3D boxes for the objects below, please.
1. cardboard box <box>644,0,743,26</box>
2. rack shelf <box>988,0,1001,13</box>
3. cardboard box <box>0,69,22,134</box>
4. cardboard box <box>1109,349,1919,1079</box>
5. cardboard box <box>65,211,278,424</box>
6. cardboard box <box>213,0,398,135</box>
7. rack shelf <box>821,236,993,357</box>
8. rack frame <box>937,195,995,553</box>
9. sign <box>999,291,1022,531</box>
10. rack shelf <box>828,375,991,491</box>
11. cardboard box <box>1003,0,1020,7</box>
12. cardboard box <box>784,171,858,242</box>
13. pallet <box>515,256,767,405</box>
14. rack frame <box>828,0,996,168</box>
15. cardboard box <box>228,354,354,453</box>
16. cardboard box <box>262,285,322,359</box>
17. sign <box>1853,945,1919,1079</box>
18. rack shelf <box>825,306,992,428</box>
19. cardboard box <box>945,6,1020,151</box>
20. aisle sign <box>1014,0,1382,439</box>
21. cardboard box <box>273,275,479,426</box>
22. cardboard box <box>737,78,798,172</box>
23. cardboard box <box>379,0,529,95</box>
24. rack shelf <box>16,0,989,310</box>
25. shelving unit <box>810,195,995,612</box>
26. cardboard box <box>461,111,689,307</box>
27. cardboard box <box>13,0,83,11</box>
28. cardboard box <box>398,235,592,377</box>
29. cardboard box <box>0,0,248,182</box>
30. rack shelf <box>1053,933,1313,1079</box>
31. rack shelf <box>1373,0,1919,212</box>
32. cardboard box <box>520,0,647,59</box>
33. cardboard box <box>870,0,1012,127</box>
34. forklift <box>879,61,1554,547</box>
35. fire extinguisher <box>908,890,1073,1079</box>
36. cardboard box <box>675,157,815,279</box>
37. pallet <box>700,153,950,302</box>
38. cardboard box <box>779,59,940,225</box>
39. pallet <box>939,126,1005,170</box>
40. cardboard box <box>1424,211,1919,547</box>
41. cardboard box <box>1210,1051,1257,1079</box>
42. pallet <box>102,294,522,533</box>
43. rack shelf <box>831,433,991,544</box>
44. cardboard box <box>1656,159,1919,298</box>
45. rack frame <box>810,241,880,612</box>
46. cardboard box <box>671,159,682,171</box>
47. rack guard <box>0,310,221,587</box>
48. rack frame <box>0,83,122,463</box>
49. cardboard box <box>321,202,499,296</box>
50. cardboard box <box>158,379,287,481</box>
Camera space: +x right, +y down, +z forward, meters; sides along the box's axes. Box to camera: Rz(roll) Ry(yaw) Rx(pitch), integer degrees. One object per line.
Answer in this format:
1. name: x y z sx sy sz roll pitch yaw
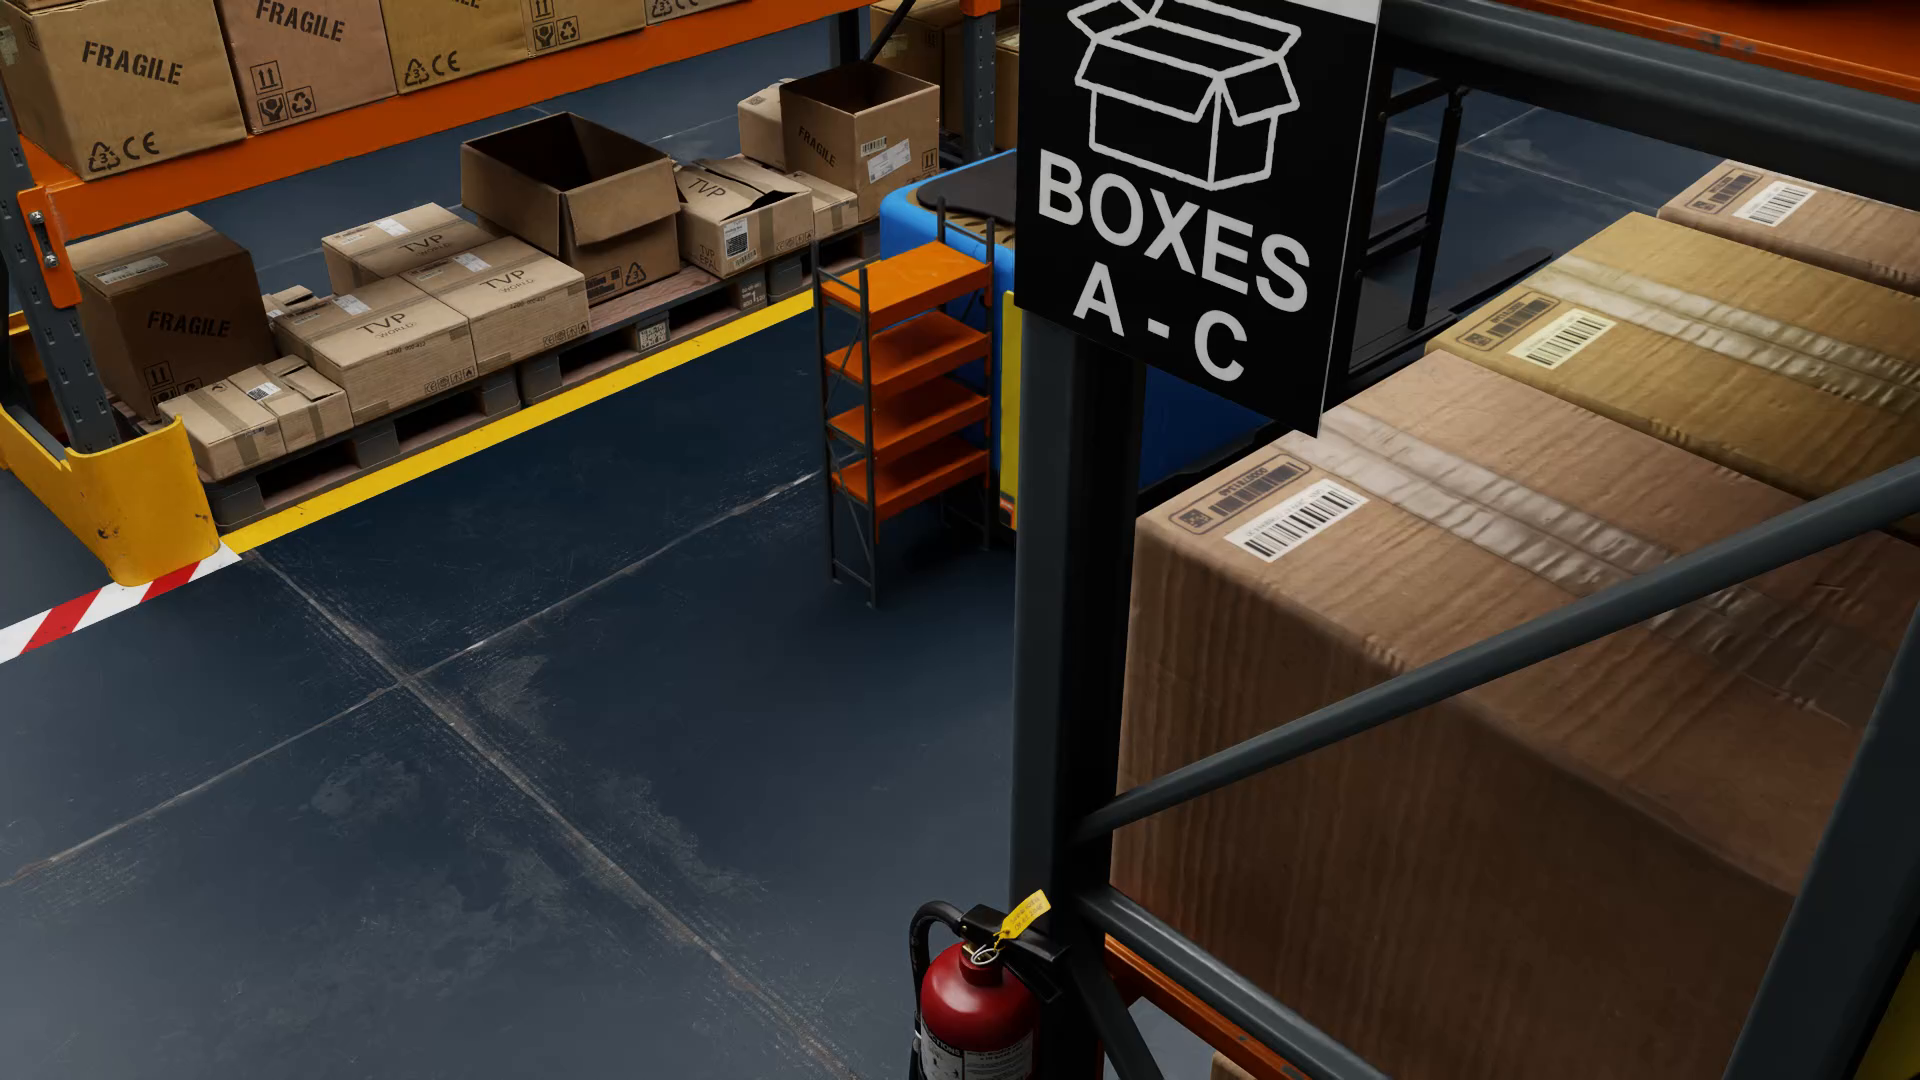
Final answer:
1. cardboard box: -1.130 -2.275 6.195 0.500 0.500 0.500 -29 44 -35
2. rack shelf: 1.172 -3.476 8.634 1.077 0.370 4.000 30 45 35
3. cardboard box: -2.933 -1.668 5.326 0.500 0.500 0.500 -28 44 -34
4. cardboard box: 0.815 0.325 2.292 0.700 0.700 0.980 -28 43 -34
5. cardboard box: -2.847 -0.811 5.984 0.500 0.500 0.500 30 45 35
6. cardboard box: -2.196 -1.662 5.317 0.500 0.500 0.500 29 44 35
7. rack shelf: -0.163 -0.731 4.955 0.480 0.148 0.258 -27 43 -34
8. rack frame: 0.017 -0.503 5.315 0.015 1.200 0.240 -27 43 -34
9. sign: 0.087 -0.137 1.998 0.100 0.325 0.005 30 45 35
10. rack shelf: -0.163 -0.353 5.219 0.480 0.148 0.258 -27 43 -34
11. cardboard box: 0.261 -2.628 8.589 0.500 0.500 0.500 -30 45 -35
12. cardboard box: -0.659 -1.449 7.206 0.380 0.149 0.250 30 45 35
13. pallet: -1.581 -1.040 6.949 1.003 0.211 1.213 30 45 35
14. rack frame: -0.237 -2.959 7.264 1.000 3.000 0.127 30 45 35
15. cardboard box: -2.340 -0.487 5.811 0.380 0.166 0.250 30 45 35
16. cardboard box: -2.498 -0.802 6.263 0.380 0.166 0.250 30 45 35
17. sign: 0.852 0.498 1.481 0.100 0.325 0.005 30 45 35
18. rack shelf: -0.163 -0.537 5.091 0.480 0.148 0.258 -27 43 -34
19. cardboard box: 0.277 -2.213 7.994 0.500 0.500 0.500 27 43 33
20. aisle sign: 0.199 -0.499 1.463 0.394 0.787 0.004 30 45 35
21. cardboard box: -2.119 -0.698 6.040 0.500 0.250 0.500 30 45 35
22. cardboard box: -0.686 -1.954 7.788 0.500 0.311 0.500 30 45 35
23. cardboard box: -1.840 -1.865 5.607 0.500 0.500 0.500 29 44 35
24. rack shelf: -1.646 -1.852 6.306 1.077 0.370 4.000 30 45 35
25. shelving unit: -0.163 -0.409 5.180 0.503 1.200 0.258 -27 43 -34
26. cardboard box: -1.557 -1.351 6.756 0.797 0.503 0.637 30 45 35
27. cardboard box: -2.556 -1.861 4.727 0.500 0.500 0.500 -28 44 -34
28. cardboard box: -1.766 -0.901 6.332 0.500 0.250 0.500 30 45 35
29. cardboard box: -2.556 -1.451 5.013 0.500 0.500 0.500 -29 44 -35
30. rack shelf: 1.872 0.143 3.446 1.077 0.370 4.000 30 45 35
31. rack shelf: 1.872 -1.088 2.587 1.077 0.370 4.000 30 45 35
32. cardboard box: -1.487 -2.067 5.897 0.500 0.500 0.500 -29 44 -35
33. cardboard box: -0.093 -2.430 8.307 0.500 0.500 0.500 29 44 35
34. forklift: 1.154 -1.798 5.660 3.031 2.935 1.130 -27 43 -33
35. fire extinguisher: 0.029 0.719 2.383 0.296 0.674 0.183 30 45 35
36. cardboard box: -0.966 -1.387 6.976 0.500 0.311 0.500 30 45 35
37. pallet: -0.722 -1.537 7.663 1.003 0.211 1.213 30 45 35
38. cardboard box: -0.437 -1.769 7.358 0.500 0.500 0.500 30 45 35
39. pallet: 0.309 -2.161 8.557 1.003 0.211 1.213 30 45 35
40. cardboard box: 1.320 0.025 2.722 0.980 0.700 0.700 29 44 35
41. cardboard box: 0.885 1.188 3.136 0.700 0.500 0.500 30 45 35
42. pallet: -2.441 -0.547 6.243 1.003 0.211 1.213 30 45 35
43. rack shelf: -0.163 -0.191 5.332 0.480 0.148 0.258 -27 43 -34
44. cardboard box: 1.863 -0.280 3.161 0.980 0.700 0.700 27 43 33
45. rack frame: -0.344 -0.315 5.045 0.015 1.200 0.240 -27 43 -34
46. cardboard box: -1.289 -1.539 7.321 0.380 0.166 0.250 30 45 35
47. rack guard: -3.002 -0.341 5.695 1.175 0.500 0.348 30 45 35
48. rack frame: -3.055 -1.336 4.936 1.000 3.000 0.127 30 45 35
49. cardboard box: -2.156 -1.082 6.591 0.500 0.250 0.500 30 45 35
50. cardboard box: -2.516 -0.378 5.671 0.380 0.149 0.250 30 45 35
